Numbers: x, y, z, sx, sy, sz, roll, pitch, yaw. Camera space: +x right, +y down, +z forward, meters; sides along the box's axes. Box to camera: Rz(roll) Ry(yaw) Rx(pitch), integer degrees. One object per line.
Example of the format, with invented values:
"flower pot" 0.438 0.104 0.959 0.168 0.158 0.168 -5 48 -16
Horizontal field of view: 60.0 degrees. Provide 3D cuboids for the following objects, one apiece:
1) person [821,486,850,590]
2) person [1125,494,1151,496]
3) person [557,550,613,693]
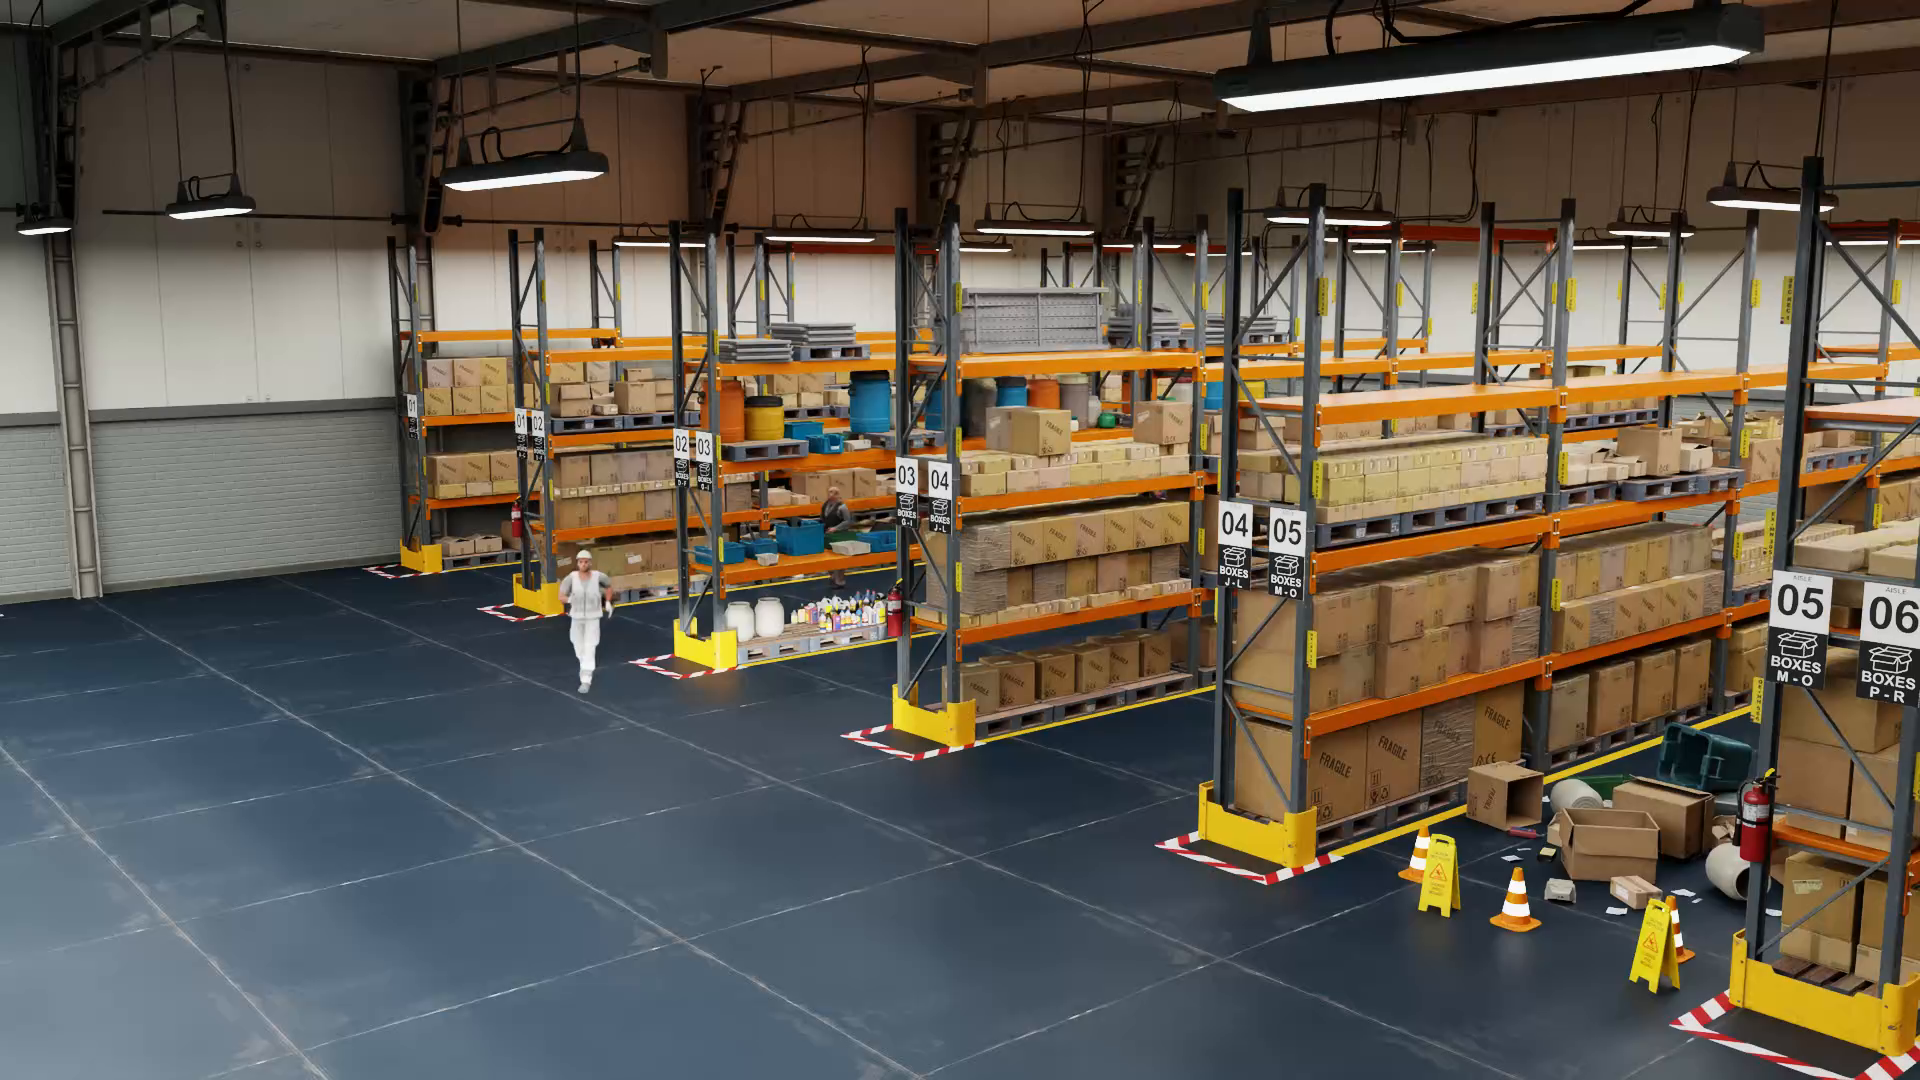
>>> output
"person" -2.030 -0.020 26.513 0.607 1.684 0.587 6 11 35
"person" 3.430 -0.622 32.160 0.715 1.733 0.577 7 11 39
"person" -4.782 0.996 21.218 0.665 1.764 1.017 -1 9 -5
